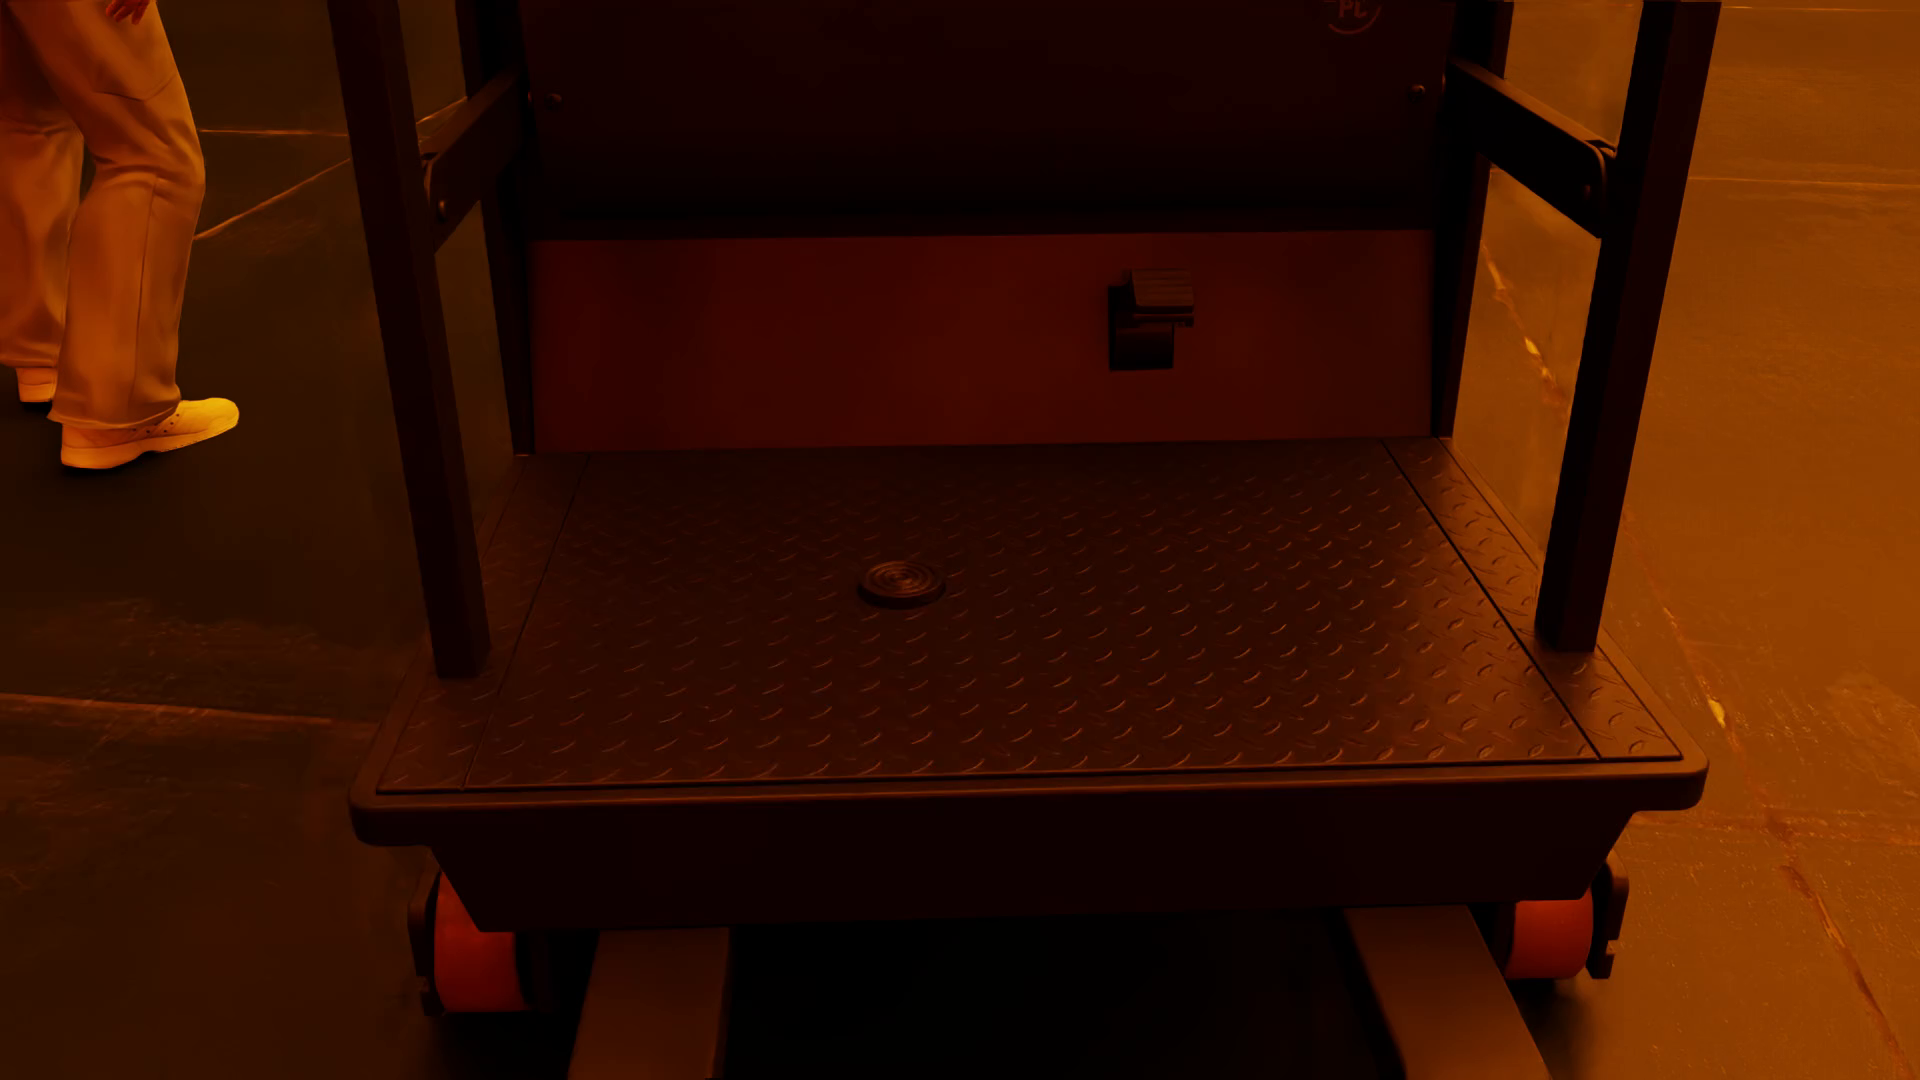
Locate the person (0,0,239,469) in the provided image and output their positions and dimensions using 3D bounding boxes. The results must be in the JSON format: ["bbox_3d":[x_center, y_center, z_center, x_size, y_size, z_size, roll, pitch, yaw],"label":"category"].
[{"bbox_3d":[-1.472,-0.930,2.556,0.779,1.638,0.390,13,29,25],"label":"person"}]

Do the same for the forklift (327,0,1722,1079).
[{"bbox_3d":[0.042,-1.007,1.236,1.130,2.935,3.031,-1,27,-2],"label":"forklift"}]
